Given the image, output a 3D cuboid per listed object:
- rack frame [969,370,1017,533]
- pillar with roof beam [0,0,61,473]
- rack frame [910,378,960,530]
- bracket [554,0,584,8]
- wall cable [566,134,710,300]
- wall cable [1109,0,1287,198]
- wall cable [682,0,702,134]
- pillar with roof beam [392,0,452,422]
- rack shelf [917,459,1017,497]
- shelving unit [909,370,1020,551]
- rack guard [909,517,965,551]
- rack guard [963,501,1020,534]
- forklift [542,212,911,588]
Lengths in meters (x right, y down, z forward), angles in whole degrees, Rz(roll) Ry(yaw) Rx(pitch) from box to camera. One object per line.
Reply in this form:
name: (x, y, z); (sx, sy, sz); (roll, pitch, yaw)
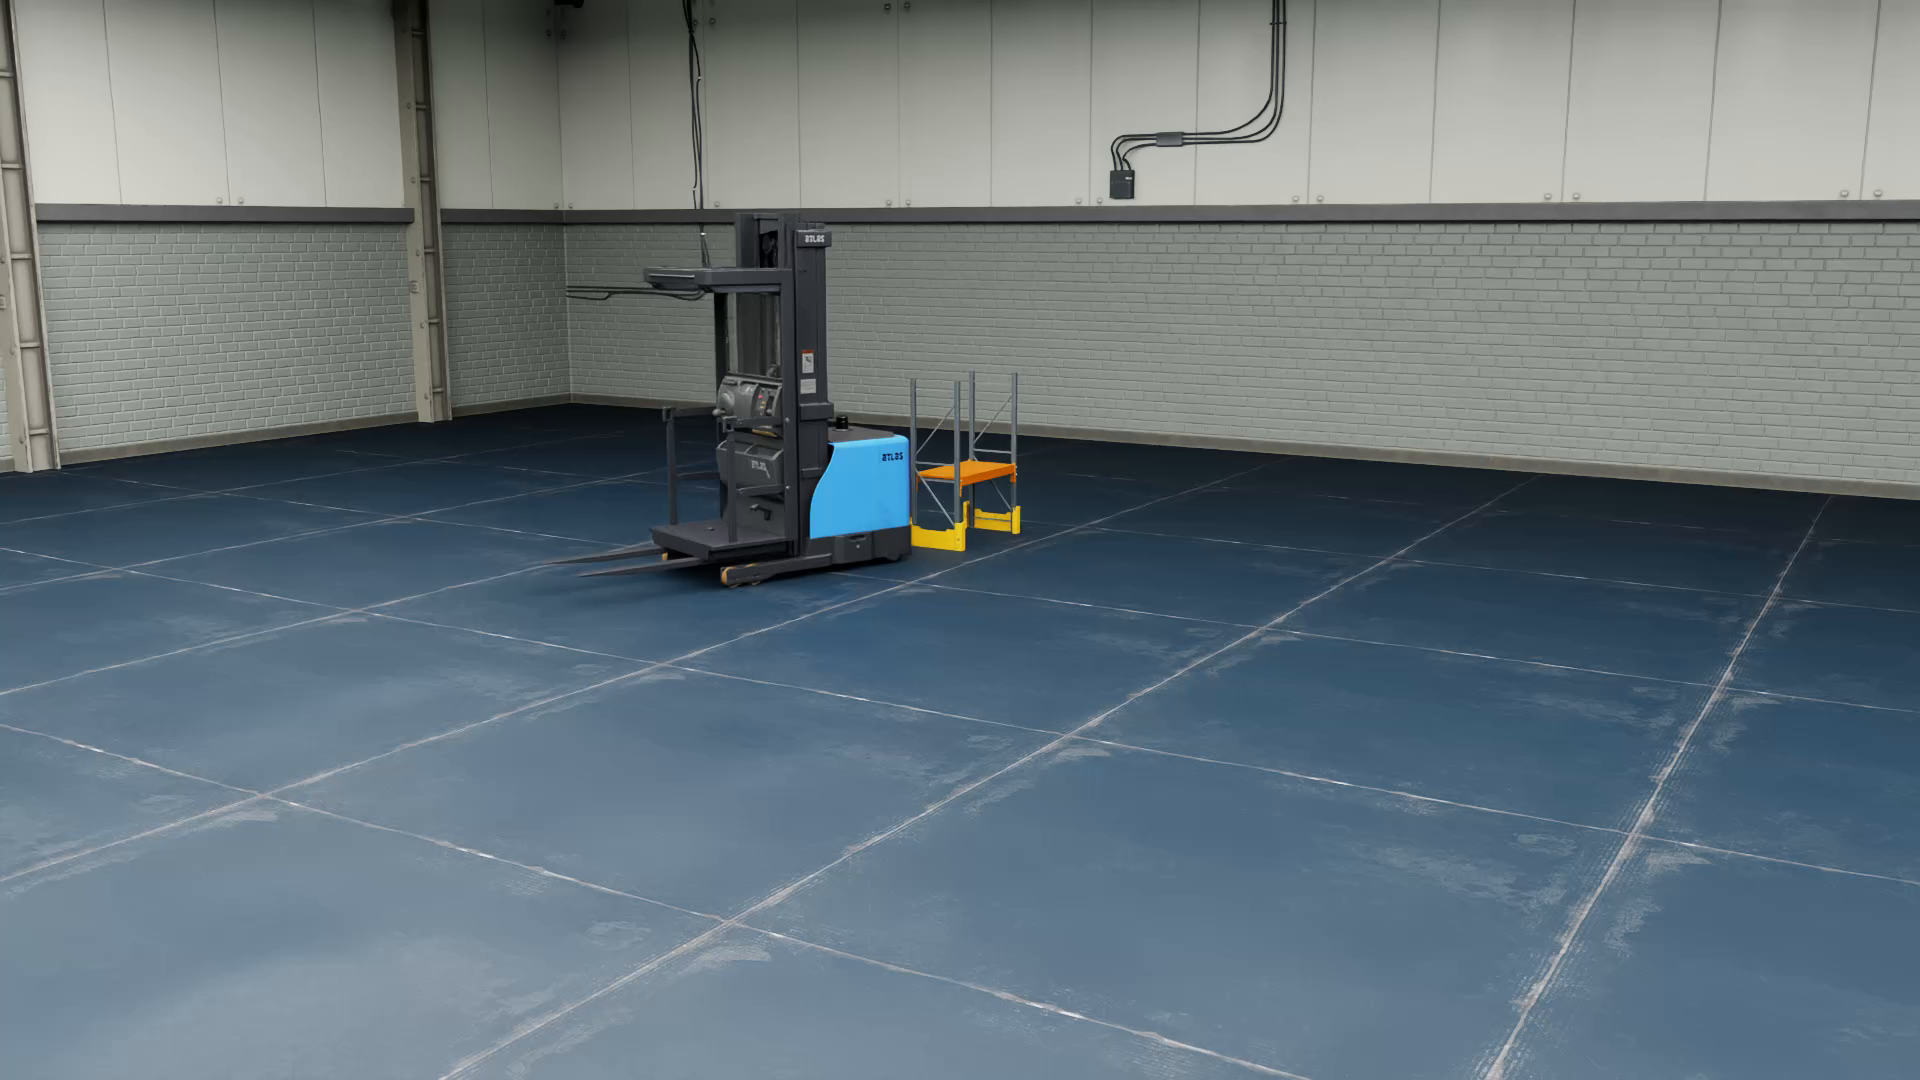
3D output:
rack frame: (0.308, -0.831, 15.611); (0.500, 1.500, 0.032); (6, 12, 31)
pillar with roof beam: (-7.250, -4.846, 16.681); (9.100, 9.000, 0.400); (6, 12, 31)
rack frame: (-0.220, -0.671, 14.757); (0.500, 1.500, 0.032); (6, 12, 31)
bracket: (-6.065, -8.374, 25.745); (0.235, 0.232, 0.430); (6, 12, 31)
wall cable: (-5.155, -5.012, 26.004); (3.097, 2.526, 0.112); (6, 12, 31)
wall cable: (2.951, -7.300, 20.547); (2.305, 6.003, 0.169); (6, 12, 31)
wall cable: (-2.843, -7.236, 24.159); (3.097, 2.526, 0.112); (6, 12, 31)
pillar with roof beam: (-4.135, -5.790, 21.721); (9.100, 9.000, 0.548); (6, 12, 31)
rack shelf: (0.044, -0.574, 15.217); (0.538, 0.185, 1.000); (6, 12, 31)
shelving unit: (0.040, -0.749, 15.176); (0.587, 1.500, 1.083); (6, 12, 31)
rack guard: (-0.219, -0.057, 14.873); (0.587, 0.250, 0.087); (6, 12, 31)
rack guard: (0.298, -0.213, 15.709); (0.587, 0.250, 0.087); (6, 12, 31)
forklift: (-1.895, -1.171, 13.537); (3.031, 2.935, 1.130); (-8, 13, -37)
